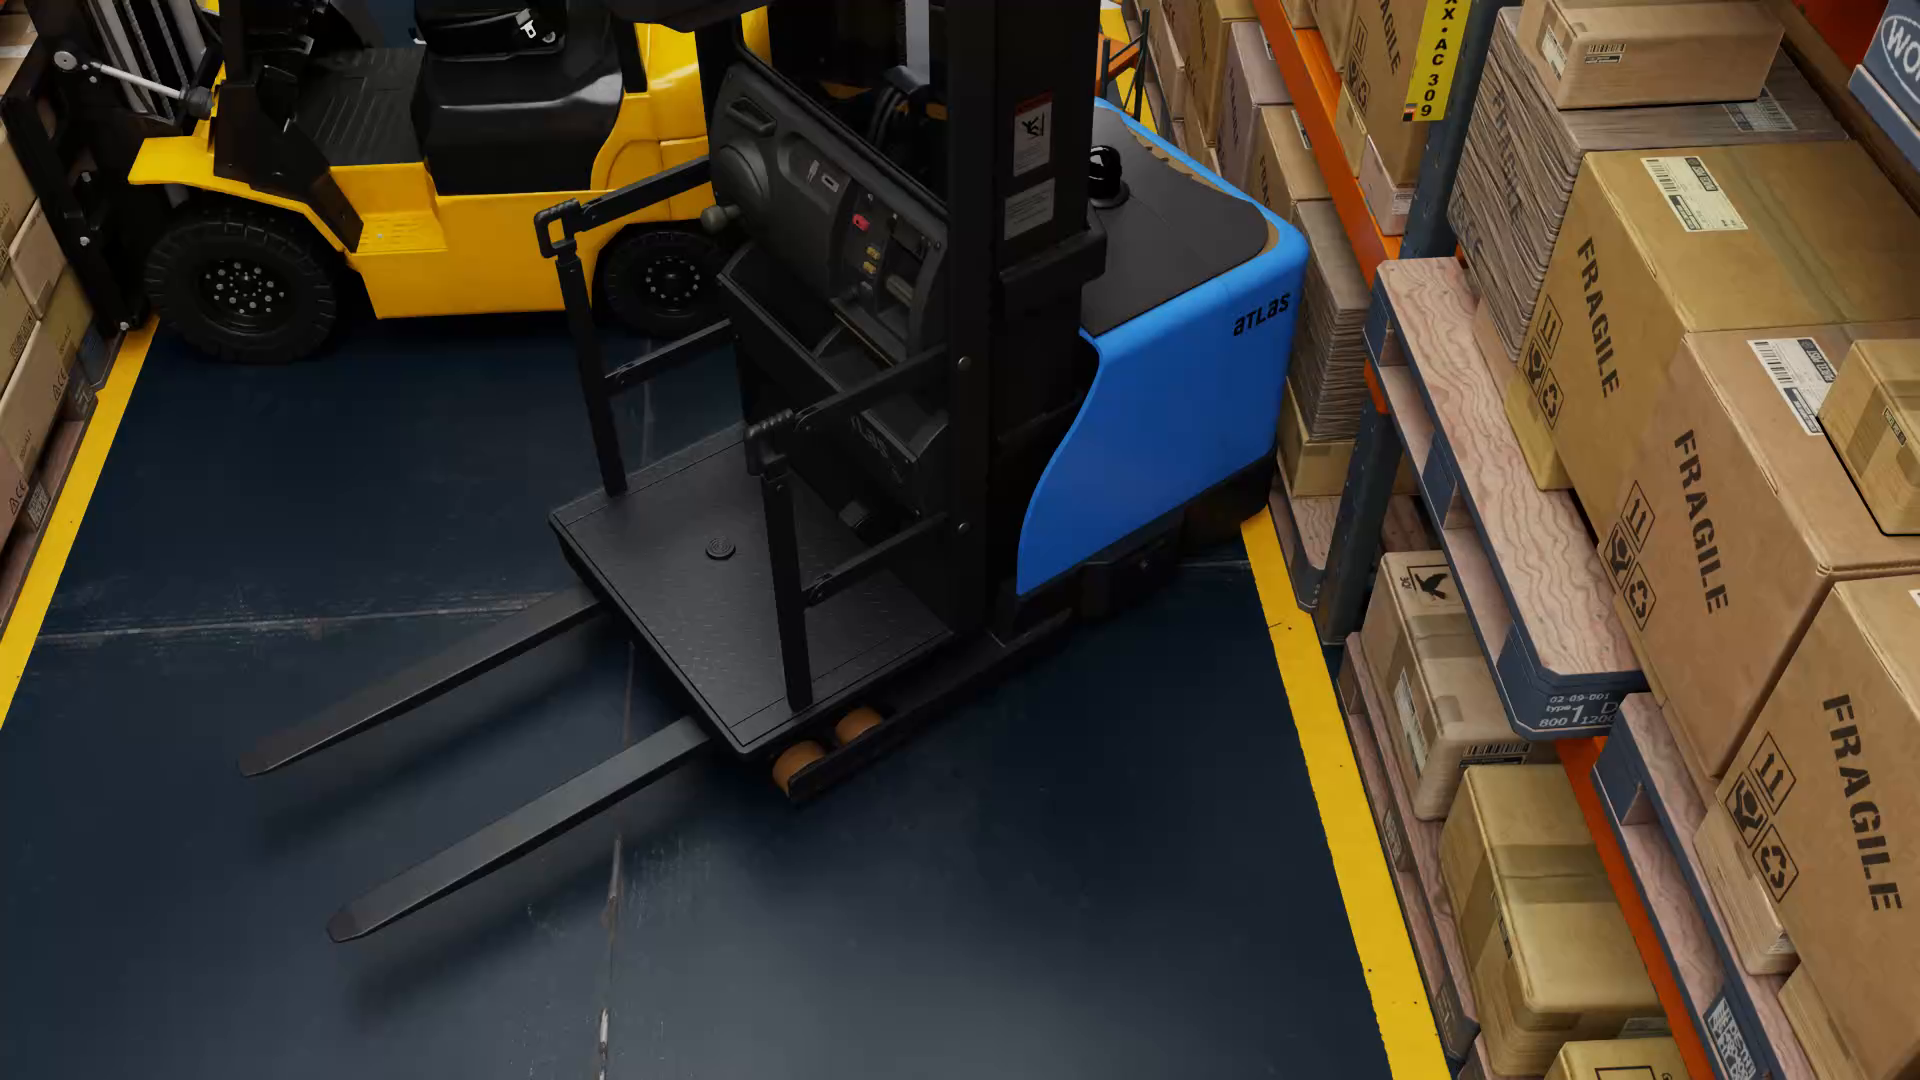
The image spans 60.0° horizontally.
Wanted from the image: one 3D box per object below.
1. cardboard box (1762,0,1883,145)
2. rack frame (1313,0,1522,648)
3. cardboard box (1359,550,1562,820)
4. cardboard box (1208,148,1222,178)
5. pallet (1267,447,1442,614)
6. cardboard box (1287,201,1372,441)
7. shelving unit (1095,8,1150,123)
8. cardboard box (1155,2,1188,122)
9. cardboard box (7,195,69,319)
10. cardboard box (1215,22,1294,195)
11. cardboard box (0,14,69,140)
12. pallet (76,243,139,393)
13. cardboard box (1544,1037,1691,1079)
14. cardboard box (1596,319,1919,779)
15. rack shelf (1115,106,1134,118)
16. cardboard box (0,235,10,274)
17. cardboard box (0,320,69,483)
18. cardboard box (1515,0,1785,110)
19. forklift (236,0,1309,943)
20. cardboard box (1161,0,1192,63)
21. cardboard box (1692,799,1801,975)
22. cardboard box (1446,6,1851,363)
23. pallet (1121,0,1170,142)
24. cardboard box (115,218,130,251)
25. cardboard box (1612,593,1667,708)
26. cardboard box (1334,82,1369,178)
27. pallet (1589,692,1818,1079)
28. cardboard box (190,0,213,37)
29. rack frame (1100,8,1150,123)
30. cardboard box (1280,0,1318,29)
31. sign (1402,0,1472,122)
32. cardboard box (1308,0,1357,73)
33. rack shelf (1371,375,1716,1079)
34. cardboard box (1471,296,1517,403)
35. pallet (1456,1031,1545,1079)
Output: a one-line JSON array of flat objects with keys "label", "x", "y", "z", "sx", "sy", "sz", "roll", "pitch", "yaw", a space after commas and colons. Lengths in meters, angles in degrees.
[{"label": "cardboard box", "x": 1.838, "y": -0.747, "z": 3.328, "sx": 0.500, "sy": 0.500, "sz": 0.500, "roll": -4, "pitch": 47, "yaw": -4}, {"label": "rack frame", "x": 1.571, "y": -0.786, "z": 3.928, "sx": 1.000, "sy": 3.000, "sz": 0.127, "roll": -3, "pitch": 47, "yaw": -3}, {"label": "cardboard box", "x": 1.617, "y": 0.352, "z": 4.371, "sx": 0.950, "sy": 0.372, "sz": 0.625, "roll": -3, "pitch": 47, "yaw": -3}, {"label": "cardboard box", "x": 1.161, "y": -1.149, "z": 5.877, "sx": 0.500, "sy": 0.250, "sz": 0.500, "roll": -3, "pitch": 47, "yaw": -3}, {"label": "pallet", "x": 1.479, "y": -0.311, "z": 5.399, "sx": 1.003, "sy": 0.211, "sz": 1.213, "roll": -3, "pitch": 47, "yaw": -3}, {"label": "cardboard box", "x": 1.254, "y": -0.655, "z": 4.892, "sx": 0.500, "sy": 0.500, "sz": 0.500, "roll": -4, "pitch": 47, "yaw": -4}, {"label": "shelving unit", "x": 0.317, "y": -1.274, "z": 5.630, "sx": 0.503, "sy": 1.200, "sz": 0.258, "roll": 29, "pitch": 53, "yaw": 25}, {"label": "cardboard box", "x": 1.063, "y": -1.909, "z": 6.596, "sx": 0.500, "sy": 0.250, "sz": 0.500, "roll": -2, "pitch": 47, "yaw": -2}, {"label": "cardboard box", "x": -3.183, "y": -0.950, "z": 5.344, "sx": 0.500, "sy": 0.250, "sz": 0.500, "roll": -4, "pitch": 47, "yaw": -4}, {"label": "cardboard box", "x": 1.165, "y": -1.392, "z": 5.590, "sx": 0.500, "sy": 0.500, "sz": 0.500, "roll": -1, "pitch": 47, "yaw": -1}, {"label": "cardboard box", "x": -3.225, "y": -1.504, "z": 5.524, "sx": 0.500, "sy": 0.250, "sz": 0.500, "roll": -4, "pitch": 47, "yaw": -4}, {"label": "pallet", "x": -3.505, "y": -0.985, "z": 6.038, "sx": 1.003, "sy": 0.211, "sz": 1.213, "roll": -3, "pitch": 47, "yaw": -3}, {"label": "cardboard box", "x": 1.740, "y": 1.375, "z": 3.402, "sx": 0.950, "sy": 0.372, "sz": 0.625, "roll": -2, "pitch": 47, "yaw": -2}, {"label": "cardboard box", "x": 1.394, "y": 0.010, "z": 2.611, "sx": 0.500, "sy": 0.500, "sz": 0.500, "roll": -4, "pitch": 47, "yaw": -4}, {"label": "rack shelf", "x": 0.317, "y": -1.382, "z": 5.517, "sx": 0.480, "sy": 0.148, "sz": 0.258, "roll": 29, "pitch": 53, "yaw": 25}, {"label": "cardboard box", "x": -3.136, "y": -0.764, "z": 4.824, "sx": 0.500, "sy": 0.250, "sz": 0.500, "roll": -3, "pitch": 47, "yaw": -3}, {"label": "cardboard box", "x": -3.144, "y": -0.417, "z": 5.184, "sx": 0.500, "sy": 0.250, "sz": 0.500, "roll": -4, "pitch": 47, "yaw": -4}, {"label": "cardboard box", "x": 1.258, "y": -0.928, "z": 3.054, "sx": 0.380, "sy": 0.149, "sz": 0.250, "roll": -4, "pitch": 47, "yaw": -3}, {"label": "forklift", "x": -0.502, "y": -0.734, "z": 3.926, "sx": 3.031, "sy": 2.935, "sz": 1.130, "roll": -29, "pitch": 53, "yaw": -24}, {"label": "cardboard box", "x": 1.078, "y": -2.141, "z": 6.300, "sx": 0.500, "sy": 0.500, "sz": 0.500, "roll": -5, "pitch": 47, "yaw": -5}, {"label": "cardboard box", "x": 1.383, "y": 0.520, "z": 2.576, "sx": 0.380, "sy": 0.149, "sz": 0.250, "roll": -2, "pitch": 47, "yaw": -2}, {"label": "cardboard box", "x": 1.324, "y": -0.710, "z": 3.294, "sx": 0.500, "sy": 0.500, "sz": 0.500, "roll": -2, "pitch": 47, "yaw": -2}, {"label": "pallet", "x": 1.275, "y": -2.076, "z": 7.071, "sx": 1.003, "sy": 0.211, "sz": 1.213, "roll": -3, "pitch": 47, "yaw": -3}, {"label": "cardboard box", "x": -3.225, "y": -1.157, "z": 5.884, "sx": 0.500, "sy": 0.250, "sz": 0.500, "roll": -2, "pitch": 47, "yaw": -2}, {"label": "cardboard box", "x": 1.394, "y": 0.145, "z": 2.930, "sx": 0.380, "sy": 0.149, "sz": 0.250, "roll": -3, "pitch": 47, "yaw": -3}, {"label": "cardboard box", "x": 1.212, "y": -1.094, "z": 4.393, "sx": 0.380, "sy": 0.149, "sz": 0.250, "roll": -3, "pitch": 47, "yaw": -2}, {"label": "pallet", "x": 1.699, "y": 0.744, "z": 2.611, "sx": 1.003, "sy": 0.211, "sz": 1.213, "roll": -3, "pitch": 47, "yaw": -3}, {"label": "cardboard box", "x": -3.356, "y": -2.254, "z": 6.923, "sx": 0.500, "sy": 0.250, "sz": 0.500, "roll": -3, "pitch": 47, "yaw": -3}, {"label": "rack frame", "x": 0.511, "y": -1.167, "z": 5.528, "sx": 0.015, "sy": 1.200, "sz": 0.240, "roll": 29, "pitch": 53, "yaw": 25}, {"label": "cardboard box", "x": 1.152, "y": -1.649, "z": 4.918, "sx": 0.380, "sy": 0.149, "sz": 0.250, "roll": -4, "pitch": 47, "yaw": -4}, {"label": "sign", "x": 1.031, "y": -1.045, "z": 3.578, "sx": 0.100, "sy": 0.325, "sz": 0.005, "roll": -3, "pitch": 47, "yaw": -3}, {"label": "cardboard box", "x": 1.236, "y": -1.601, "z": 4.427, "sx": 0.500, "sy": 0.500, "sz": 0.500, "roll": -2, "pitch": 47, "yaw": -2}, {"label": "rack shelf", "x": 1.738, "y": 0.908, "z": 2.819, "sx": 1.077, "sy": 0.370, "sz": 4.000, "roll": -3, "pitch": 47, "yaw": -3}, {"label": "cardboard box", "x": 1.302, "y": -0.425, "z": 3.470, "sx": 0.380, "sy": 0.149, "sz": 0.250, "roll": -3, "pitch": 47, "yaw": -3}, {"label": "pallet", "x": 1.742, "y": 1.621, "z": 3.570, "sx": 1.003, "sy": 0.211, "sz": 1.213, "roll": -3, "pitch": 47, "yaw": -3}]
